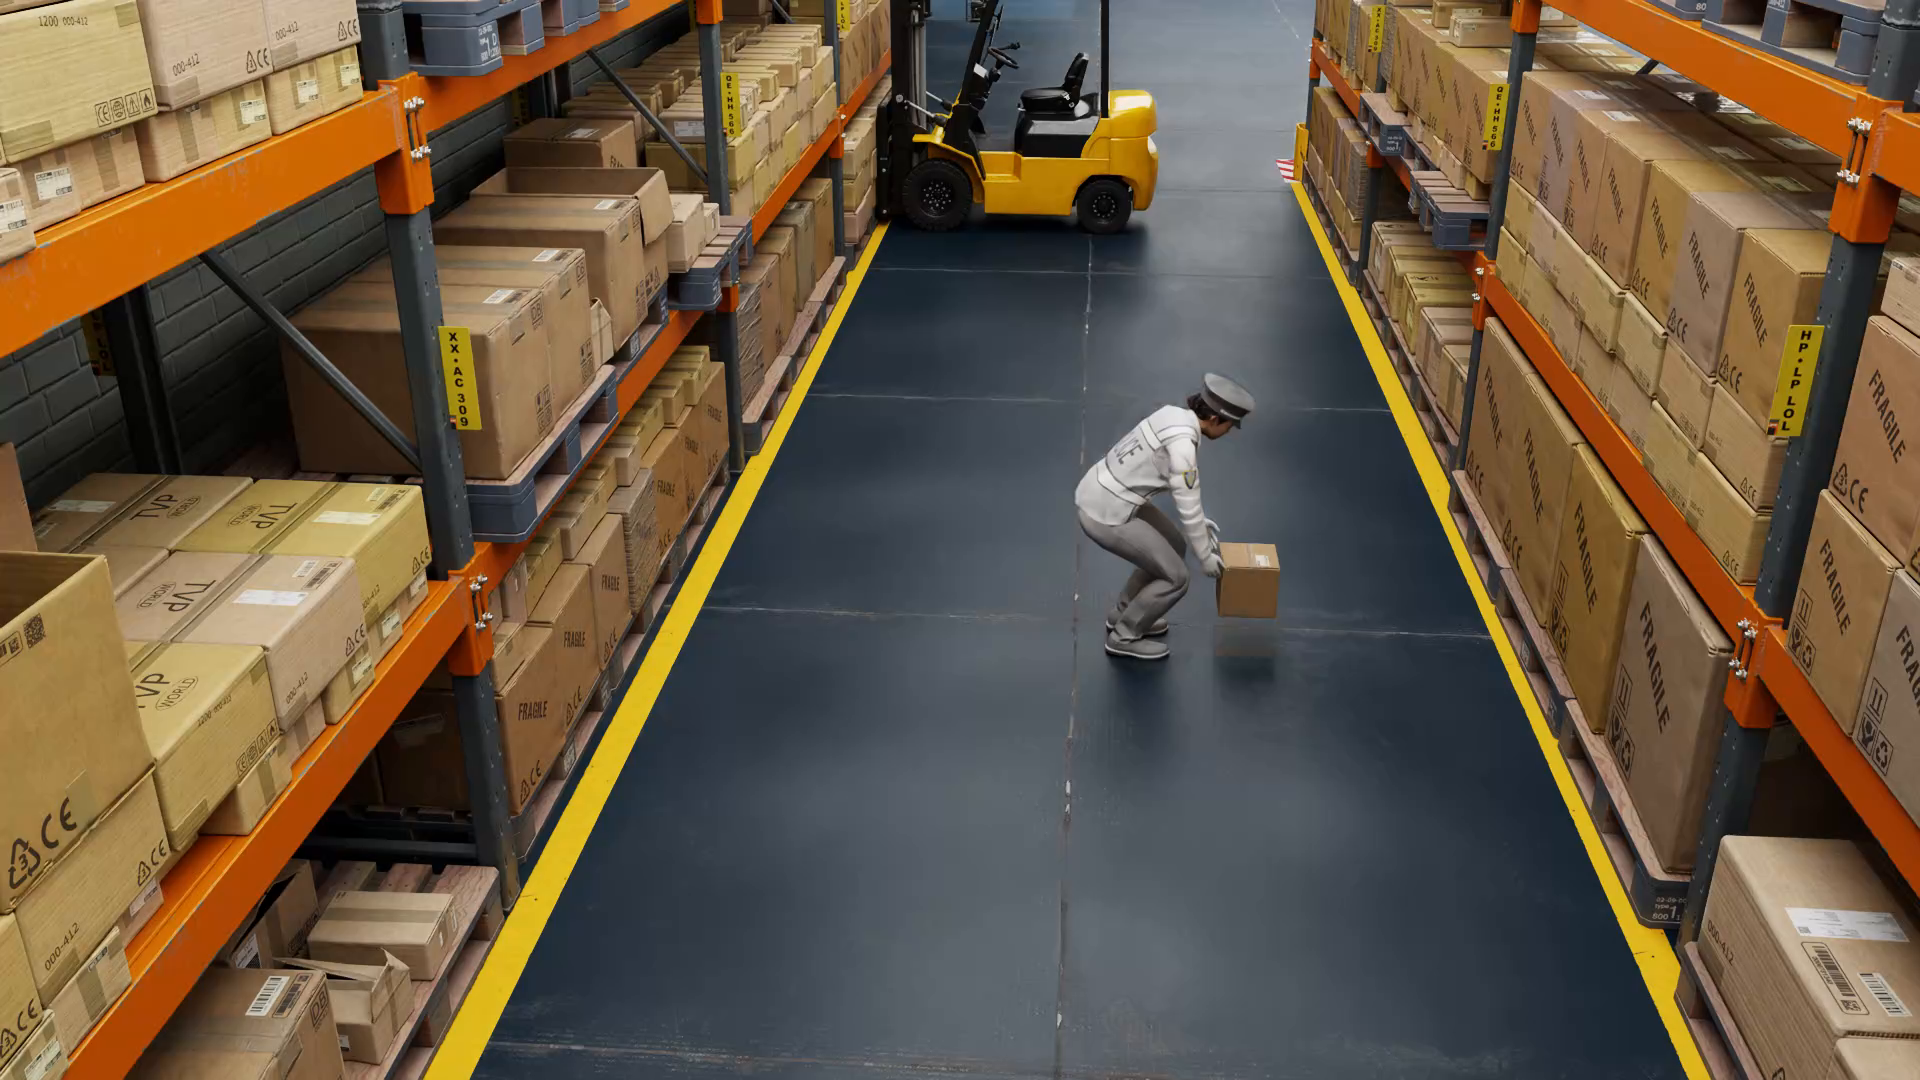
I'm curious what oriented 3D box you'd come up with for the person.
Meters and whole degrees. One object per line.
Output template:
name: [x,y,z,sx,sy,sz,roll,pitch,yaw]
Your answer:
person: [0.888,-0.118,7.352,0.761,1.262,0.532,2,25,4]
